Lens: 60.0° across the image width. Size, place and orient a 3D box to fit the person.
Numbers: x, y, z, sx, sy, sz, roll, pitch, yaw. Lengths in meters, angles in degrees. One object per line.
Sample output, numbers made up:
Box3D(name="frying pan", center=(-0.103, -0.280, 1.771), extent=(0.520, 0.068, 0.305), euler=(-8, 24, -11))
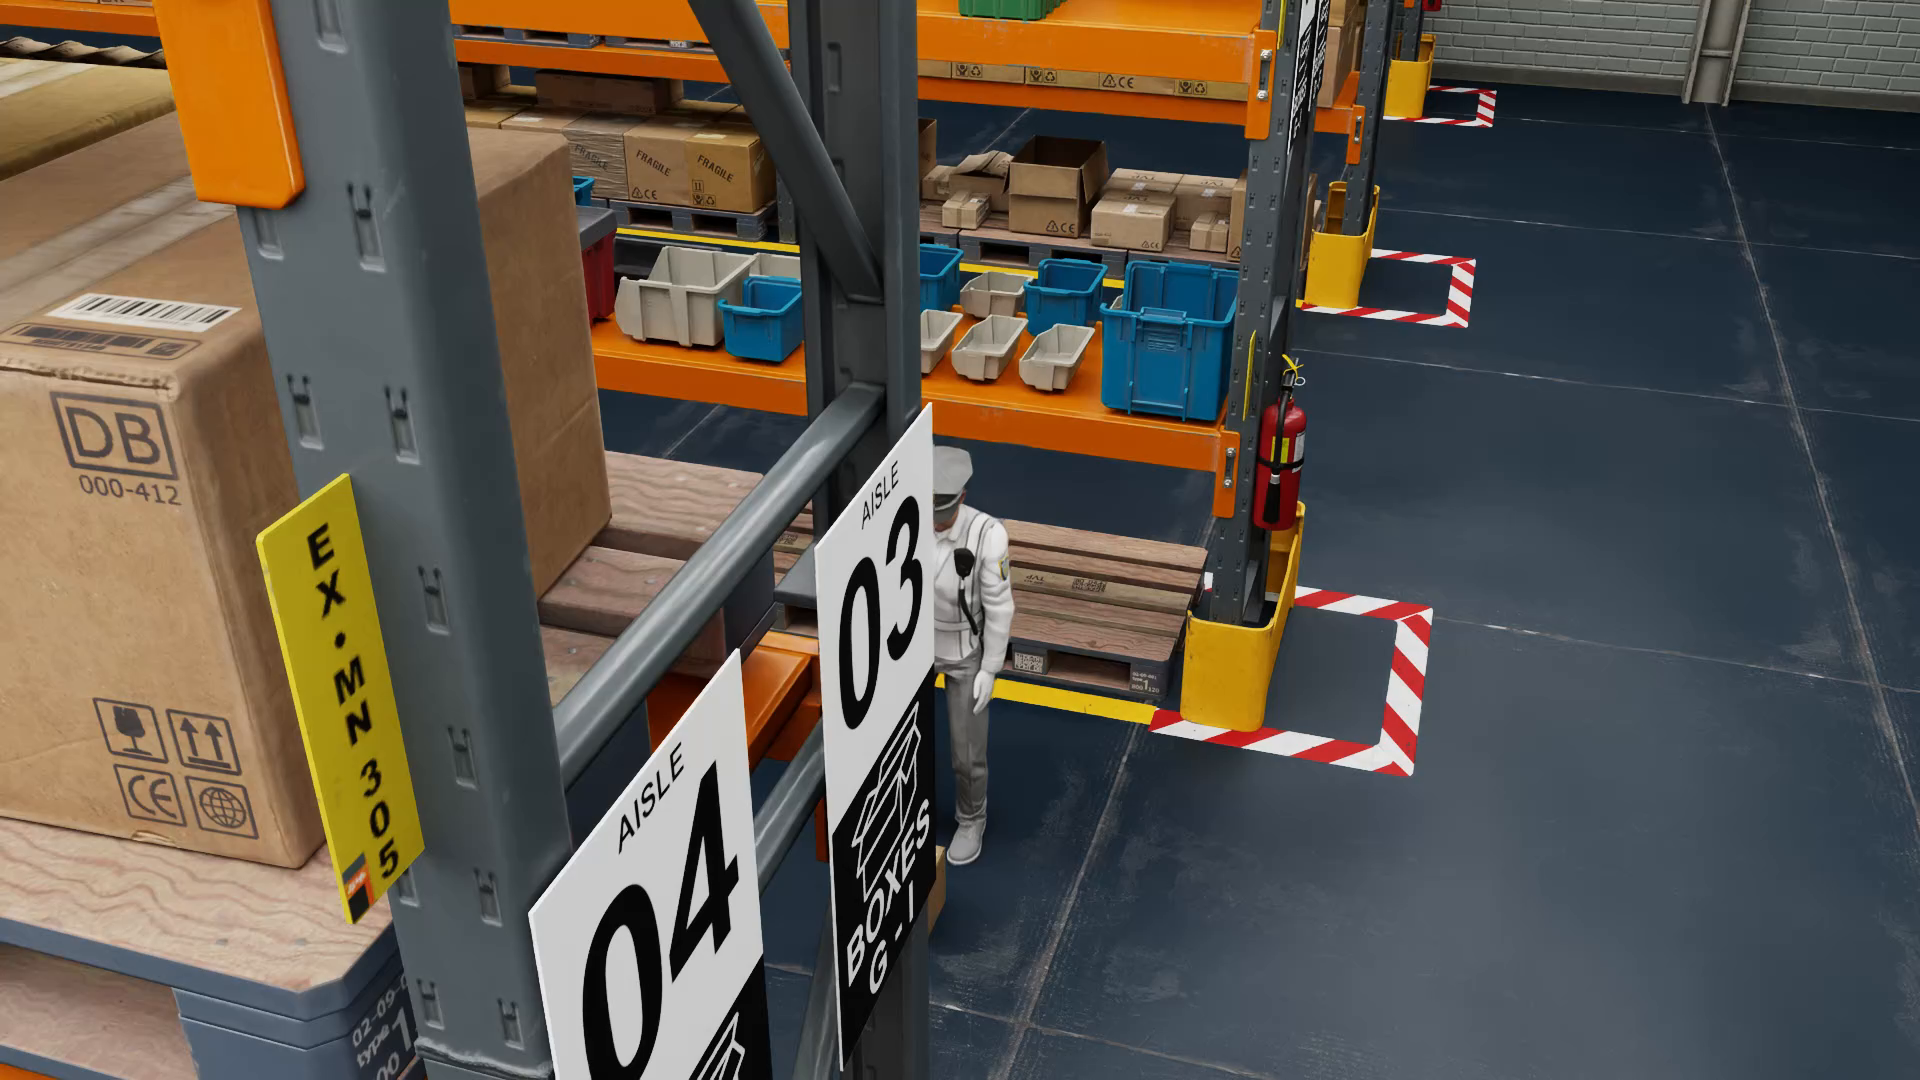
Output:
Box3D(name="person", center=(-0.054, 0.420, 5.909), extent=(0.488, 1.647, 0.396), euler=(9, 31, 16))
